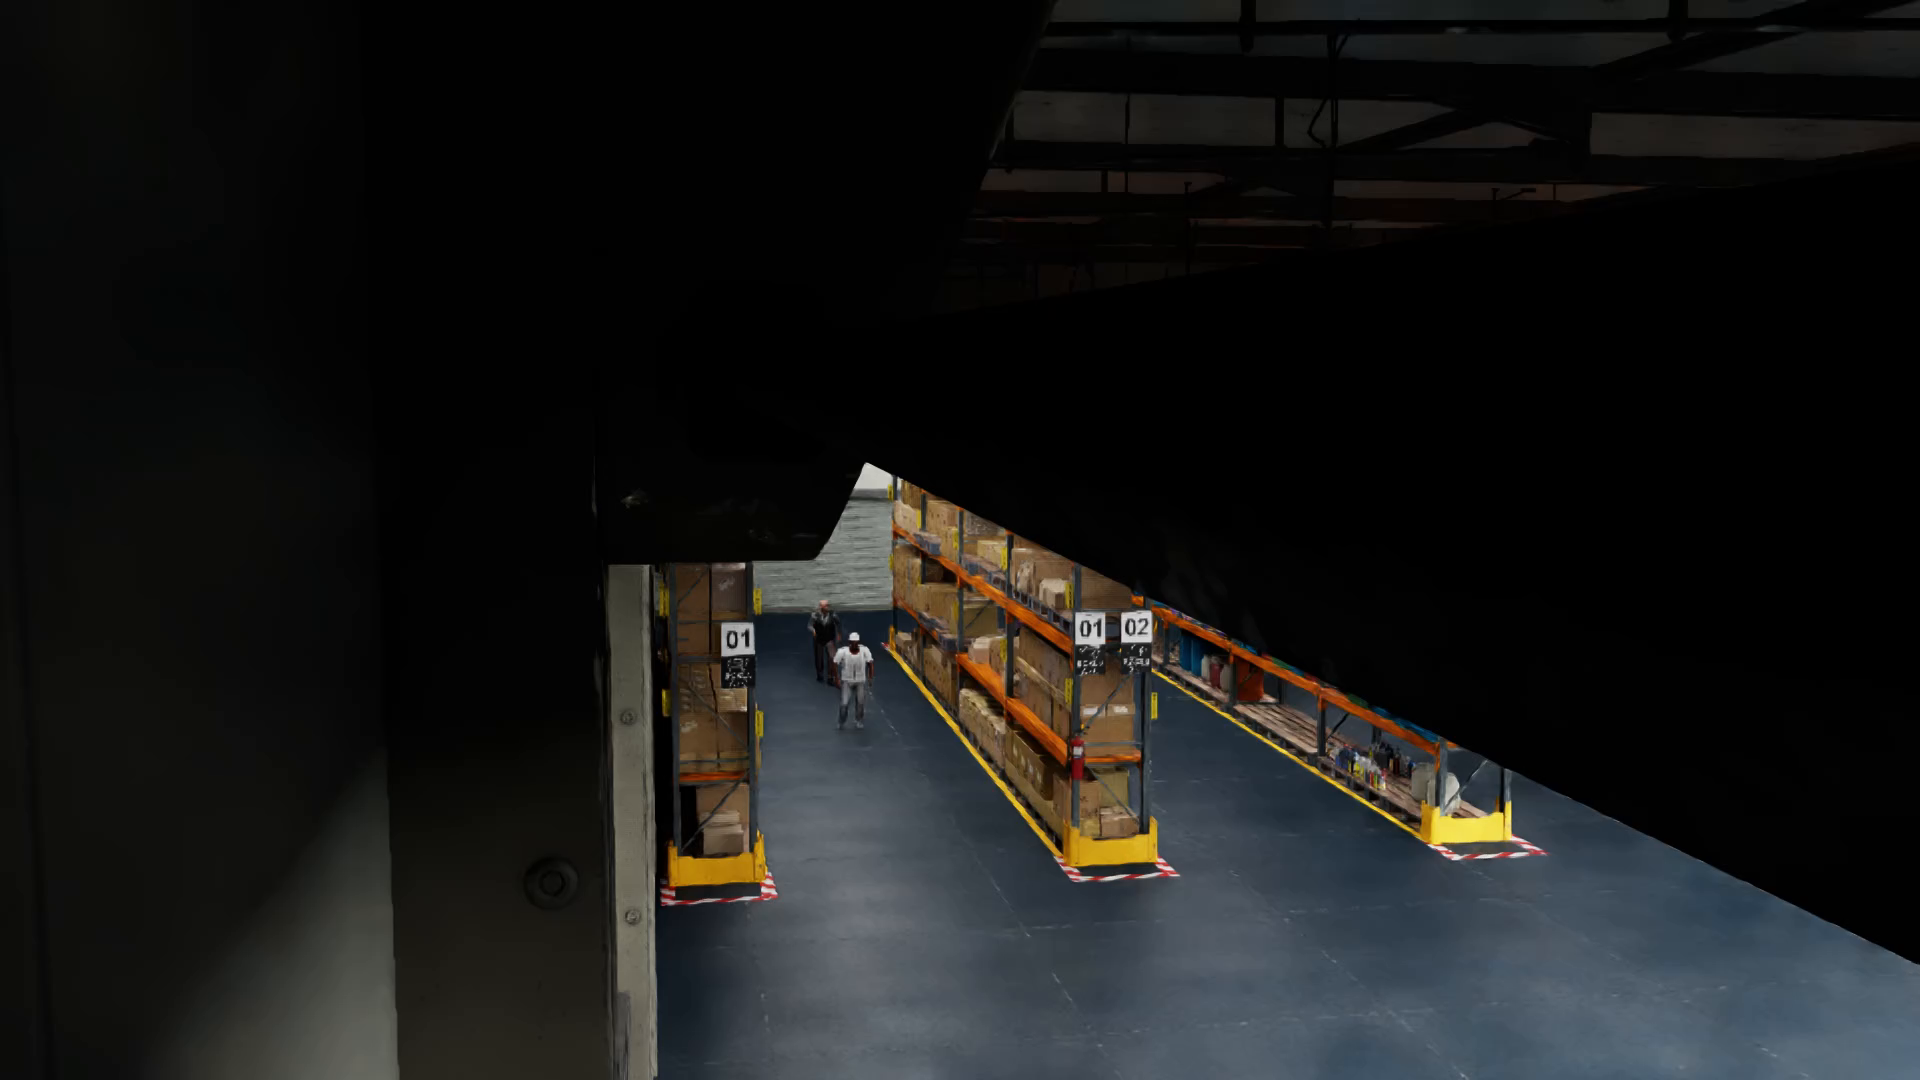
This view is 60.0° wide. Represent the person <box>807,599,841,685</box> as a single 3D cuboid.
[{"bbox_3d":[-2.666,1.973,32.707,0.679,1.658,0.866,-1,6,-5],"label":"person"}]

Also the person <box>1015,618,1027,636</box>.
[{"bbox_3d":[1.314,1.829,34.650,0.551,1.541,0.519,-1,6,-13],"label":"person"}]

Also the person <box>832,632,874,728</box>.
[{"bbox_3d":[-1.836,2.406,28.528,0.719,1.714,0.578,-1,6,-13],"label":"person"}]
